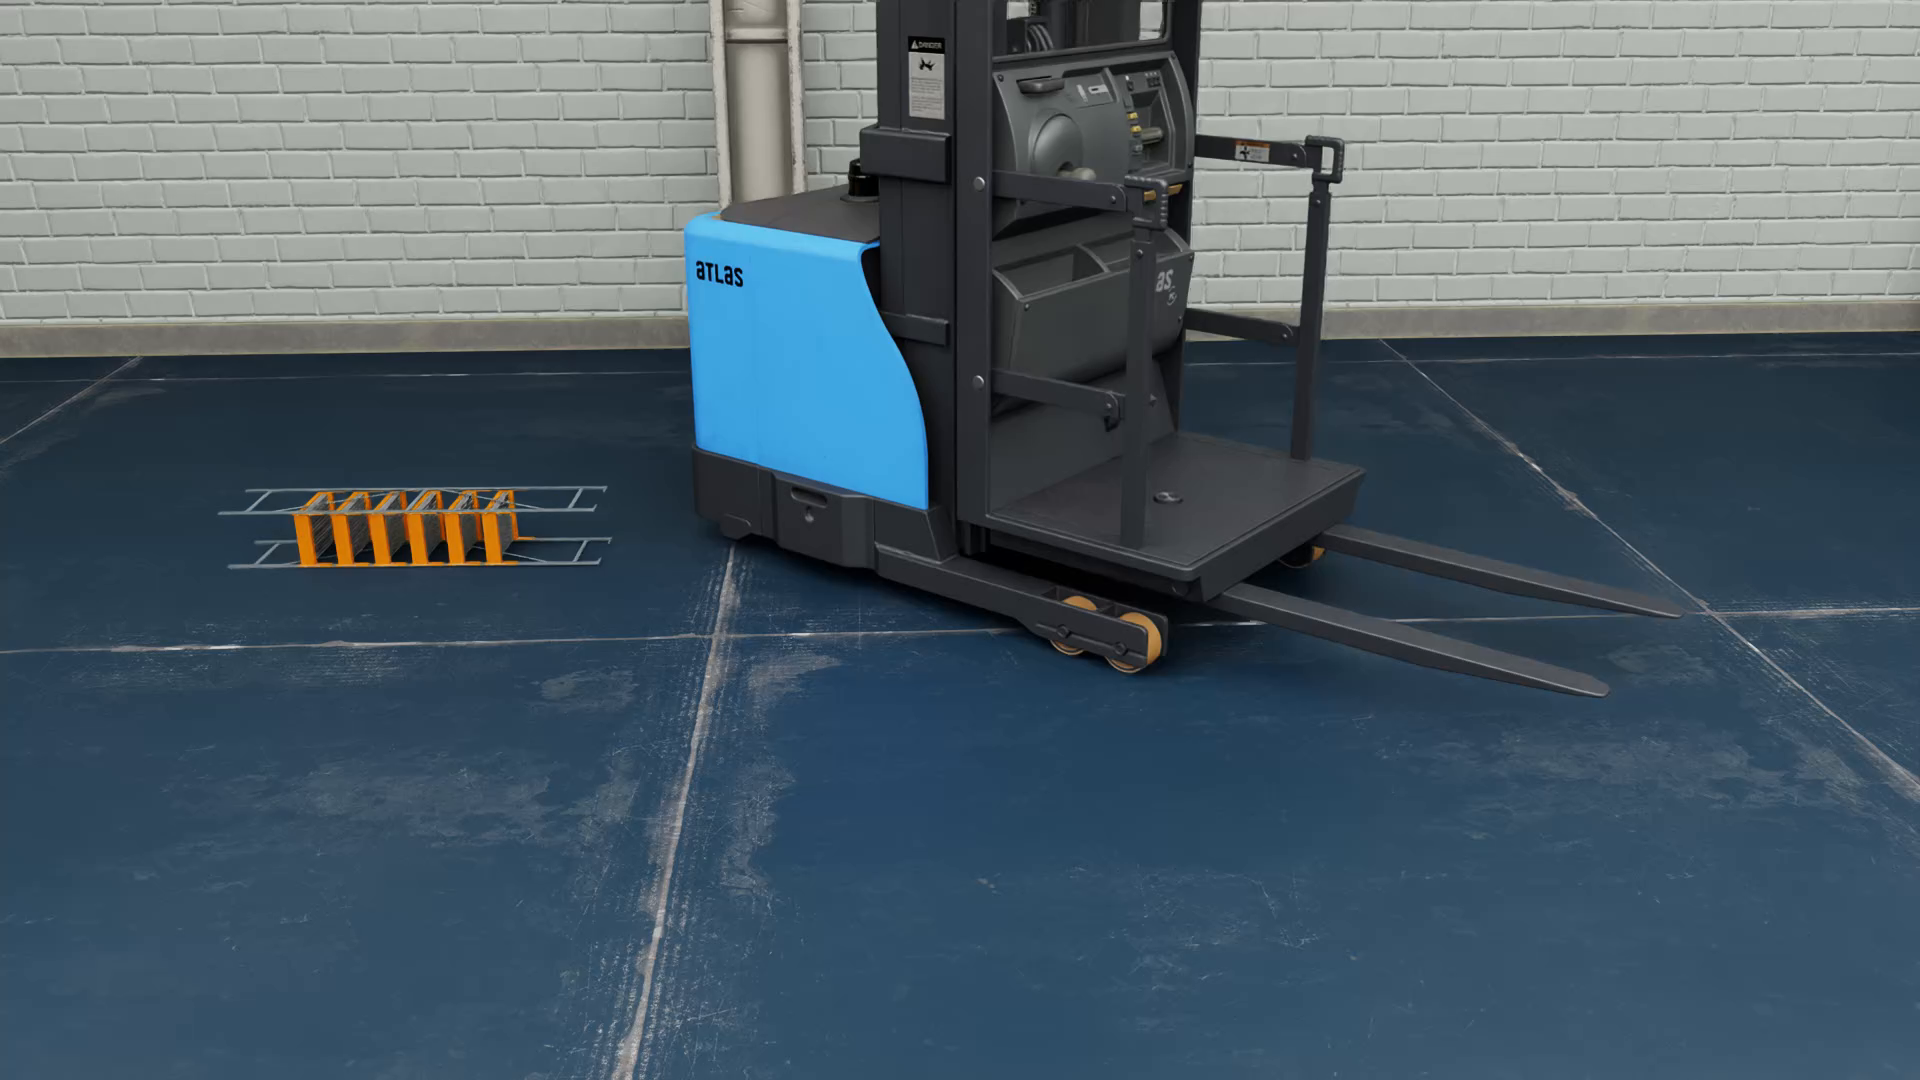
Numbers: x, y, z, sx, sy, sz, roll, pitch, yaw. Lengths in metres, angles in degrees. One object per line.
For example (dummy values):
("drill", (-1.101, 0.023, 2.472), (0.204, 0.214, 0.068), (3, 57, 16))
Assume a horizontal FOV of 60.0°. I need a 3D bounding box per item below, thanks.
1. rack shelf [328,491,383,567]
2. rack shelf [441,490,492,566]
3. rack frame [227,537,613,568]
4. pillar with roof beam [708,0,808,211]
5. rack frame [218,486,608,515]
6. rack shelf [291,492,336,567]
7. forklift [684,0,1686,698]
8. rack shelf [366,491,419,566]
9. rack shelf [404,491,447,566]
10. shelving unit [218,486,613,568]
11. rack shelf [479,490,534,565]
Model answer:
("rack shelf", (-1.967, -0.043, 5.461), (0.103, 0.180, 0.258), (-1, 21, 0))
("rack shelf", (-1.607, -0.046, 5.464), (0.103, 0.180, 0.258), (-1, 21, 0))
("rack frame", (-1.771, 0.041, 5.495), (1.200, 0.006, 0.240), (-1, 21, 0))
("pillar with roof beam", (-0.661, -3.571, 2.354), (0.400, 9.000, 9.100), (-1, 21, -3))
("rack frame", (-1.772, -0.130, 5.430), (1.200, 0.006, 0.240), (-1, 21, 0))
("rack shelf", (-2.087, -0.042, 5.460), (0.103, 0.180, 0.258), (-1, 21, 0))
("forklift", (0.568, -1.211, 4.682), (3.031, 2.935, 1.130), (16, 26, 35))
("rack shelf", (-1.847, -0.044, 5.462), (0.103, 0.180, 0.258), (-1, 21, 0))
("rack shelf", (-1.727, -0.045, 5.463), (0.103, 0.180, 0.258), (-1, 21, 0))
("shelving unit", (-1.772, -0.045, 5.462), (1.200, 0.189, 0.258), (-1, 21, 0))
("rack shelf", (-1.487, -0.047, 5.464), (0.103, 0.180, 0.258), (-1, 21, 0))
